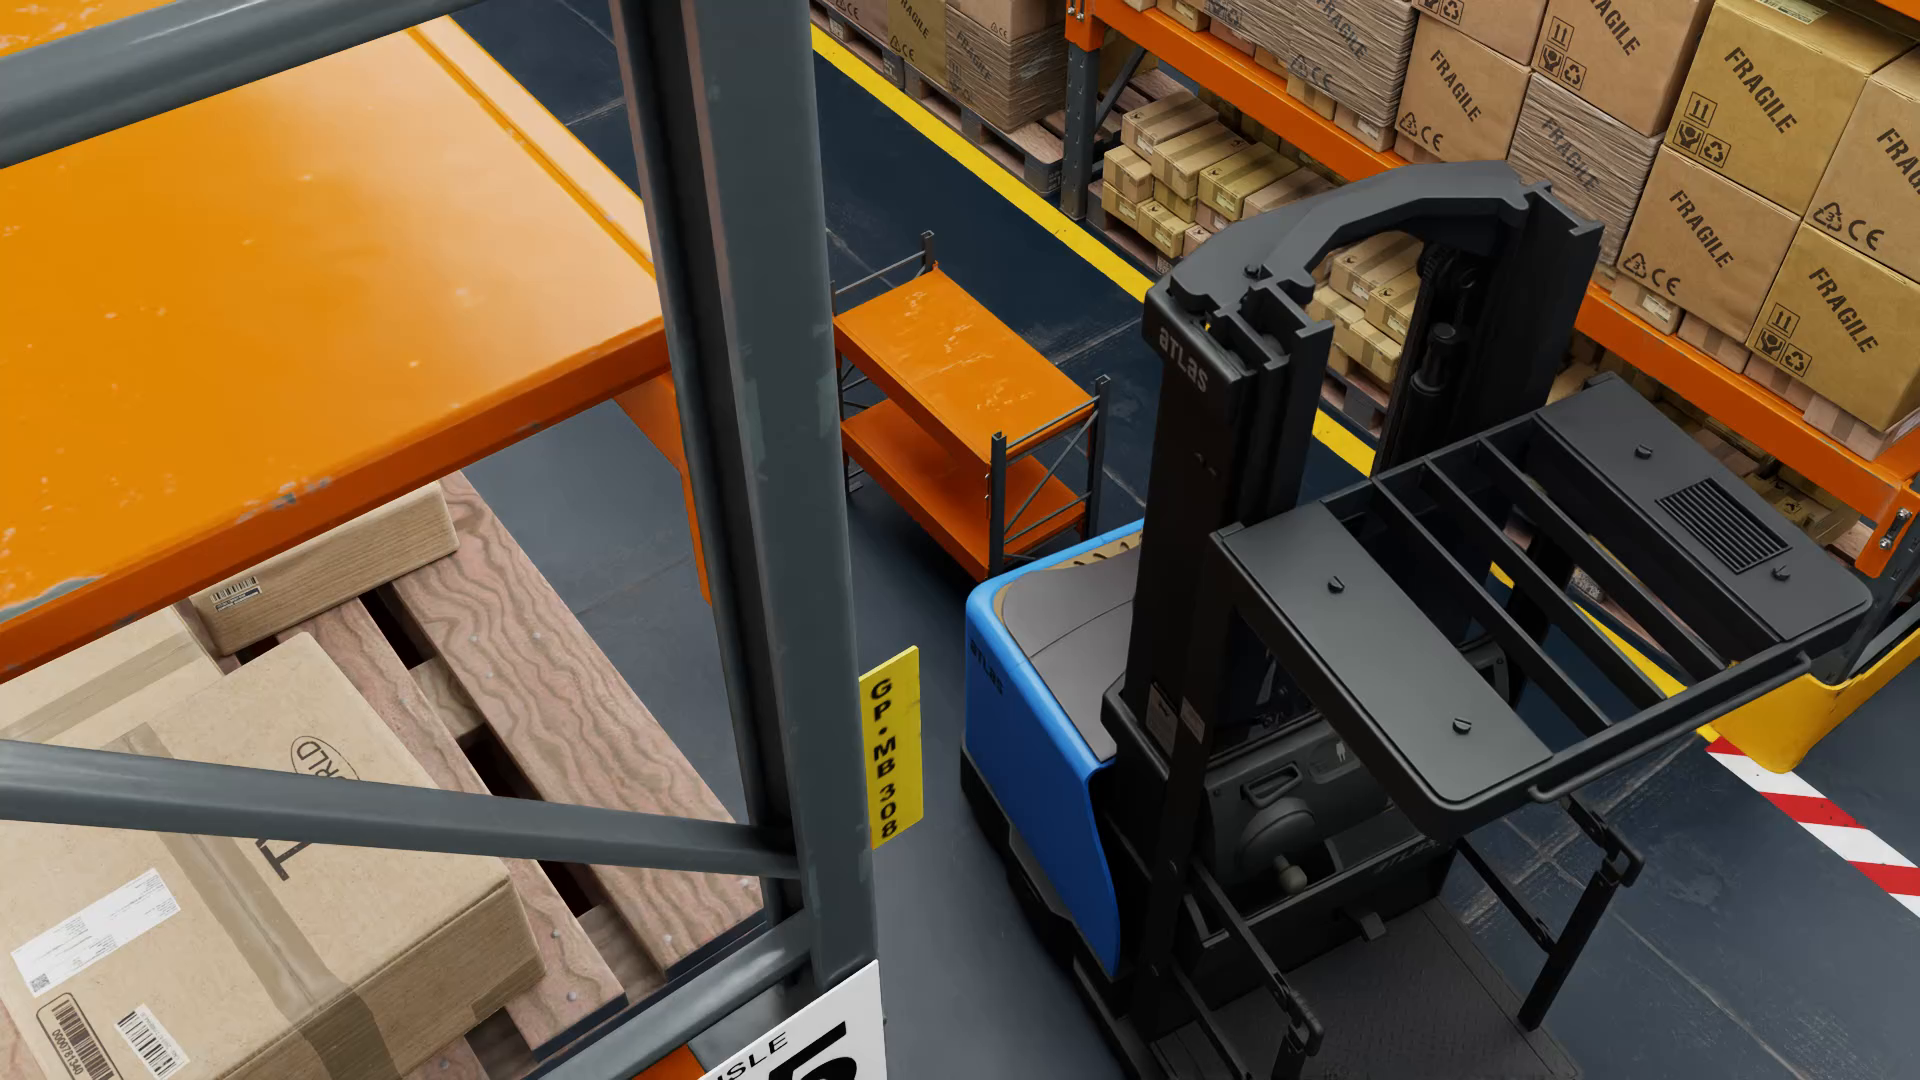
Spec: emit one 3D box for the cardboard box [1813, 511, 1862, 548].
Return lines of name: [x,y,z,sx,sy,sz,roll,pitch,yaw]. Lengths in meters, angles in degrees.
cardboard box: [3.286,-0.101,6.457,0.380,0.149,0.250,-28,54,-23]

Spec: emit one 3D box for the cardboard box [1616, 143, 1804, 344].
cardboard box: [2.564,-1.054,5.412,0.500,0.500,0.500,-30,55,-25]

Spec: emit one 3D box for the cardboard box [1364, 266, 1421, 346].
cardboard box: [1.896,-0.978,6.850,0.380,0.149,0.250,-29,54,-24]

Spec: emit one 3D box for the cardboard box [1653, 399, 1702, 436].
cardboard box: [2.896,-0.464,6.585,0.380,0.149,0.250,-29,54,-24]

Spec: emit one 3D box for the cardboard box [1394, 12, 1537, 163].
cardboard box: [1.956,-1.647,5.949,0.500,0.500,0.500,-27,53,-22]

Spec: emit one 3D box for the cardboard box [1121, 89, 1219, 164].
cardboard box: [0.970,-1.911,7.696,0.380,0.149,0.250,-27,53,-23]

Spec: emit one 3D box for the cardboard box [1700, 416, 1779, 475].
cardboard box: [3.039,-0.418,6.343,0.380,0.149,0.250,-28,54,-23]

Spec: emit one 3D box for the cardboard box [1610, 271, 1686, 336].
cardboard box: [2.469,-0.891,5.701,0.380,0.149,0.250,-28,54,-23]

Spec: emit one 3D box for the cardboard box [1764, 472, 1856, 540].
cardboard box: [3.236,-0.173,6.321,0.380,0.149,0.250,-27,53,-23]

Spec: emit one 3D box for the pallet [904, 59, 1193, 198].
pallet: [0.454,-2.345,8.733,1.003,0.211,1.213,-29,54,-24]

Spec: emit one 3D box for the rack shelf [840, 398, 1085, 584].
rack shelf: [0.004,-0.210,6.510,0.538,0.278,1.000,-29,54,-24]

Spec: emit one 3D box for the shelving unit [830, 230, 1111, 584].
shelving unit: [0.004,-0.374,6.328,0.538,1.125,1.048,-29,54,-24]

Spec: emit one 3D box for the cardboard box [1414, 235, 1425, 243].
cardboard box: [2.197,-1.378,7.213,0.380,0.149,0.250,-31,55,-25]

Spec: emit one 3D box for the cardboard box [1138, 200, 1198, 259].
cardboard box: [1.052,-1.491,7.717,0.380,0.149,0.250,-28,54,-23]

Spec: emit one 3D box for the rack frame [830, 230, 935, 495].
rack frame: [-0.304,-0.674,6.600,0.500,1.125,0.032,-29,54,-24]

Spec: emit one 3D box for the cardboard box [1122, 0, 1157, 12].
cardboard box: [0.838,-2.425,7.093,0.380,0.149,0.250,-28,53,-23]

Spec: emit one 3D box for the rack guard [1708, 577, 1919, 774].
rack guard: [3.303,0.330,6.113,1.175,0.500,0.348,-29,54,-24]

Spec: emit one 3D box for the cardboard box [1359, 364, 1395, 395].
cardboard box: [1.929,-0.781,7.073,0.380,0.149,0.250,-28,54,-23]

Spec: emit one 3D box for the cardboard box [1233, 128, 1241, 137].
cardboard box: [1.370,-2.064,8.035,0.380,0.149,0.250,-28,54,-23]

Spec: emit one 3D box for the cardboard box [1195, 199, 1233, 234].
cardboard box: [1.292,-1.513,7.536,0.380,0.149,0.250,-30,54,-24]

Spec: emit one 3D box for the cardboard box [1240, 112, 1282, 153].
cardboard box: [1.535,-1.981,7.759,0.380,0.149,0.250,-29,54,-24]

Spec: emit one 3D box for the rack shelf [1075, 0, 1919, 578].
rack shelf: [2.138,-1.403,6.481,1.077,0.370,4.000,-29,54,-24]

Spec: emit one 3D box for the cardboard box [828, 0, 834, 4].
cardboard box: [-0.648,-3.357,9.171,0.500,0.500,0.500,-31,55,-25]

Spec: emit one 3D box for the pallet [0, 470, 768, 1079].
pallet: [-0.987,0.405,2.393,1.003,0.211,1.213,-29,54,-24]

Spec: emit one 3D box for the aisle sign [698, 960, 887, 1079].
aisle sign: [-0.256,0.854,2.195,0.394,0.787,0.004,-29,54,-24]

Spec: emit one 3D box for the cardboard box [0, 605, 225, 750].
cardboard box: [-1.191,0.281,2.263,0.380,0.149,0.250,-33,56,-27]

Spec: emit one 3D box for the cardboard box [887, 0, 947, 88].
cardboard box: [-0.032,-2.751,8.622,0.500,0.500,0.500,-31,55,-25]

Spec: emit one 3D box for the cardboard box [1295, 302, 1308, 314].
cardboard box: [1.628,-1.098,7.360,0.380,0.149,0.250,-32,55,-25]

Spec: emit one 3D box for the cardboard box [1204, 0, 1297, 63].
cardboard box: [1.331,-2.263,6.508,0.500,0.500,0.500,-29,54,-24]

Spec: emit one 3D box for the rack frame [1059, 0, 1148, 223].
rack frame: [0.927,-2.824,7.284,1.000,3.000,0.127,-29,54,-24]

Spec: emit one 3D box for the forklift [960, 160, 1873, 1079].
forklift: [1.130,0.692,4.143,1.130,2.935,3.031,-21,51,-18]

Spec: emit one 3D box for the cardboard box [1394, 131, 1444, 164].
cardboard box: [1.873,-1.533,6.284,0.380,0.149,0.250,-27,53,-23]

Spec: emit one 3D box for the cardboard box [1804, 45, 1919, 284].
cardboard box: [2.873,-1.093,4.772,0.500,0.500,0.500,-30,55,-25]

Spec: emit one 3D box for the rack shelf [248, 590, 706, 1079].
rack shelf: [-1.741,-0.130,3.303,1.077,0.370,4.000,-29,54,-24]

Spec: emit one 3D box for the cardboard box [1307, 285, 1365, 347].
cardboard box: [1.704,-1.003,7.073,0.380,0.149,0.250,-30,54,-24]

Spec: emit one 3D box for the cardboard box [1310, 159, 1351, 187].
cardboard box: [1.787,-1.650,7.459,0.380,0.149,0.250,-28,54,-23]

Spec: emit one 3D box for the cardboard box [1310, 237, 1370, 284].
cardboard box: [1.547,-1.265,7.110,0.380,0.149,0.250,-28,54,-23]

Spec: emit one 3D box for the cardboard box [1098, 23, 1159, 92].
cardboard box: [0.690,-2.680,8.557,0.500,0.500,0.500,-27,53,-23]

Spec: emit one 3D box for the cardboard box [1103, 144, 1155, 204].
cardboard box: [0.891,-1.750,7.750,0.380,0.149,0.250,-27,53,-22]

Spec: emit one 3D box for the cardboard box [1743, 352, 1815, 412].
cardboard box: [2.805,-0.610,5.446,0.380,0.149,0.250,-29,54,-24]

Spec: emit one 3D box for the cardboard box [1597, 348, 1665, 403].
cardboard box: [2.772,-0.733,6.628,0.380,0.149,0.250,-32,55,-26]

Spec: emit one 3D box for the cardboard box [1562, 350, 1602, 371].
cardboard box: [2.591,-0.778,6.869,0.380,0.149,0.250,-32,55,-26]

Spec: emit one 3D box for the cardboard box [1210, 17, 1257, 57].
cardboard box: [1.256,-2.173,6.863,0.380,0.149,0.250,-32,55,-25]

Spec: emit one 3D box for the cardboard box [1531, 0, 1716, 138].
cardboard box: [2.245,-1.694,5.317,0.500,0.500,0.500,-27,53,-22]

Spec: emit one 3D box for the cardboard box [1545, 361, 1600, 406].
cardboard box: [2.356,-0.498,6.415,0.380,0.149,0.250,-31,55,-25]

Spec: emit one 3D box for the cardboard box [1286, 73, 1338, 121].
cardboard box: [1.517,-1.832,6.554,0.380,0.149,0.250,-28,54,-23]

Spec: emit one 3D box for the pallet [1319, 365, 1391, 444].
pallet: [2.104,-0.787,7.320,1.003,0.211,1.213,-29,54,-24]

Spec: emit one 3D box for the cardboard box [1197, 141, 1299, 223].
cardboard box: [1.282,-1.595,7.409,0.380,0.149,0.250,-30,54,-24]

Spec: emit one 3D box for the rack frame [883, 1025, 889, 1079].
rack frame: [-0.530,1.815,3.079,1.000,3.000,0.127,-29,54,-24]

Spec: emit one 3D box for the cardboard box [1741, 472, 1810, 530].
cardboard box: [2.826,-0.047,6.006,0.380,0.149,0.250,-29,54,-24]

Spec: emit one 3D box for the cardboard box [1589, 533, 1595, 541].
cardboard box: [2.536,-0.166,6.516,0.380,0.149,0.250,-30,54,-24]
